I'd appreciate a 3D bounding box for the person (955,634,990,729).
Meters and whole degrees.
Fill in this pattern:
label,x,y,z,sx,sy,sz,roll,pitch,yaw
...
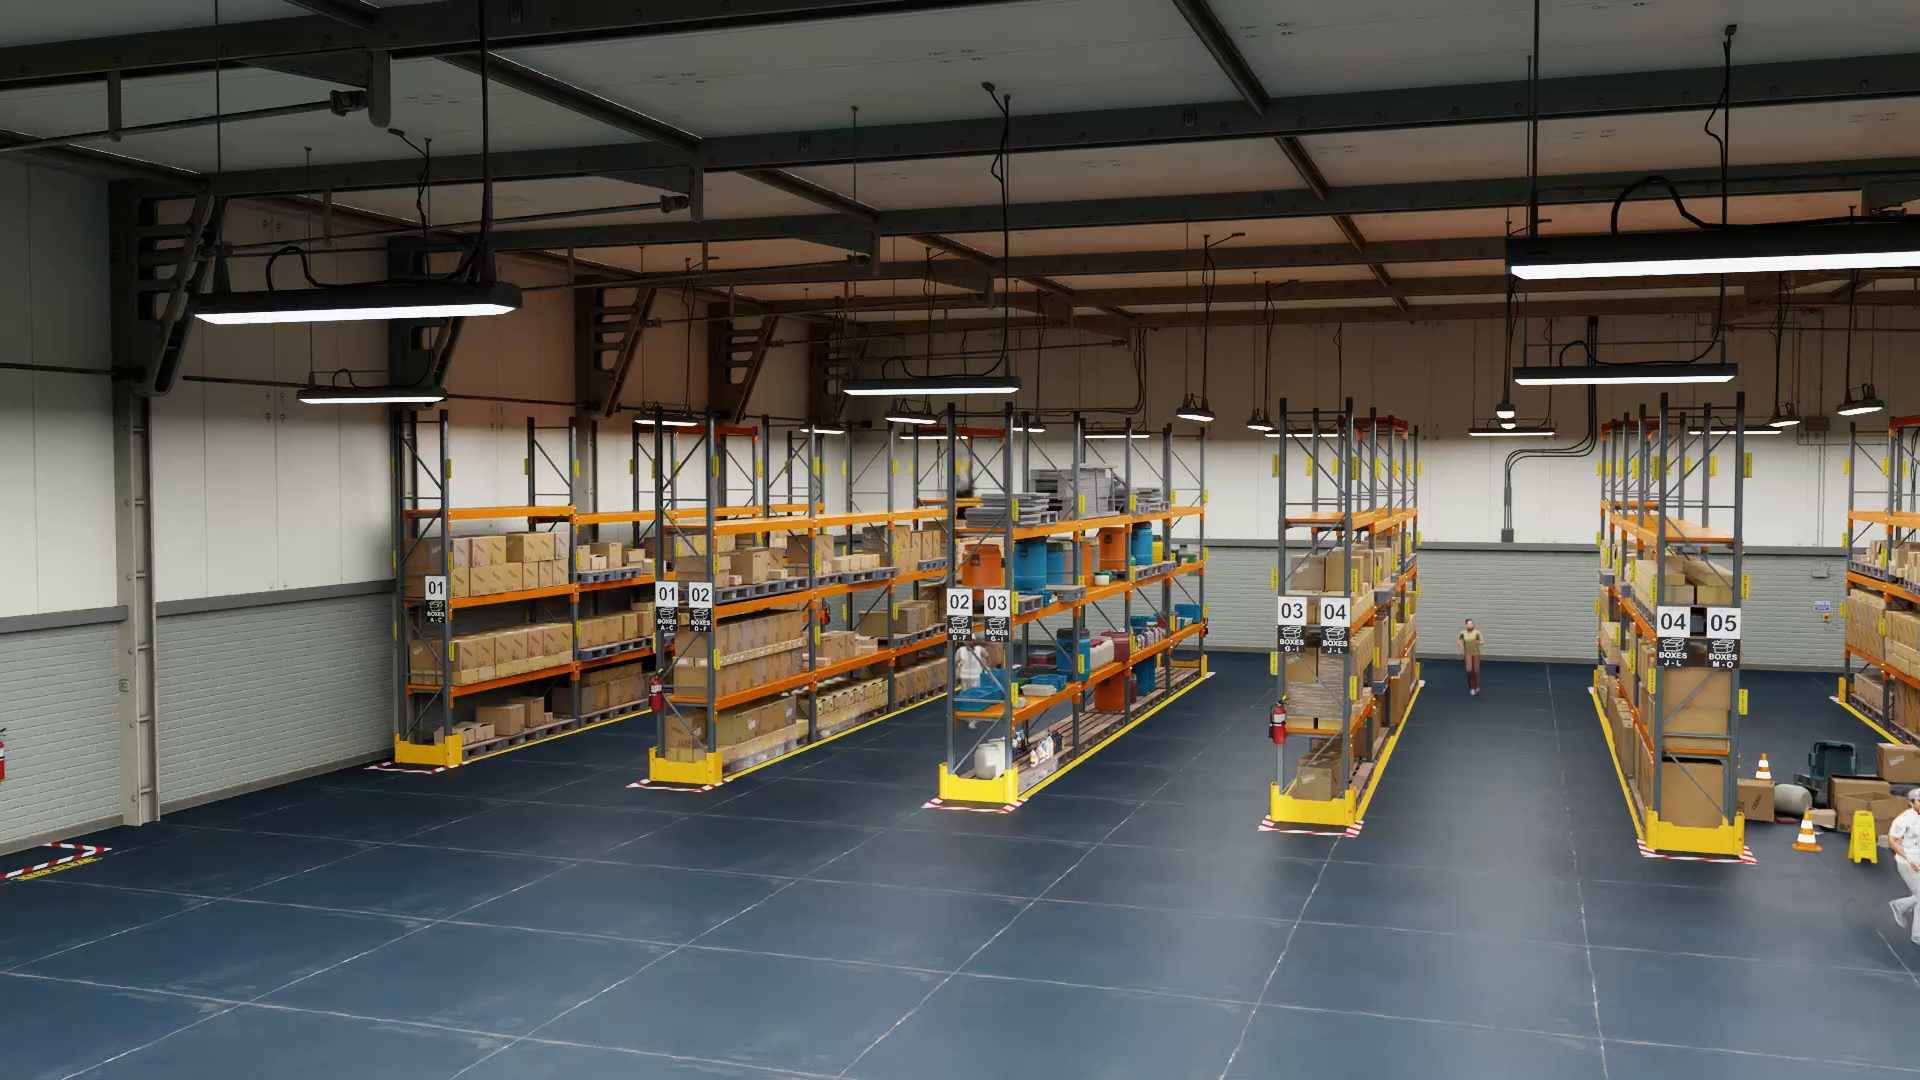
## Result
label,x,y,z,sx,sy,sz,roll,pitch,yaw
person,0.198,2.702,32.260,0.704,1.813,0.906,0,2,9

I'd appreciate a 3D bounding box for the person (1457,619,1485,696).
label,x,y,z,sx,sy,sz,roll,pitch,yaw
person,11.333,2.601,36.904,0.579,1.721,0.704,1,3,14

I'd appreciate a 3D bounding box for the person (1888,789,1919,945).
label,x,y,z,sx,sy,sz,roll,pitch,yaw
person,10.109,3.440,17.603,0.602,1.650,0.612,-1,3,-19
